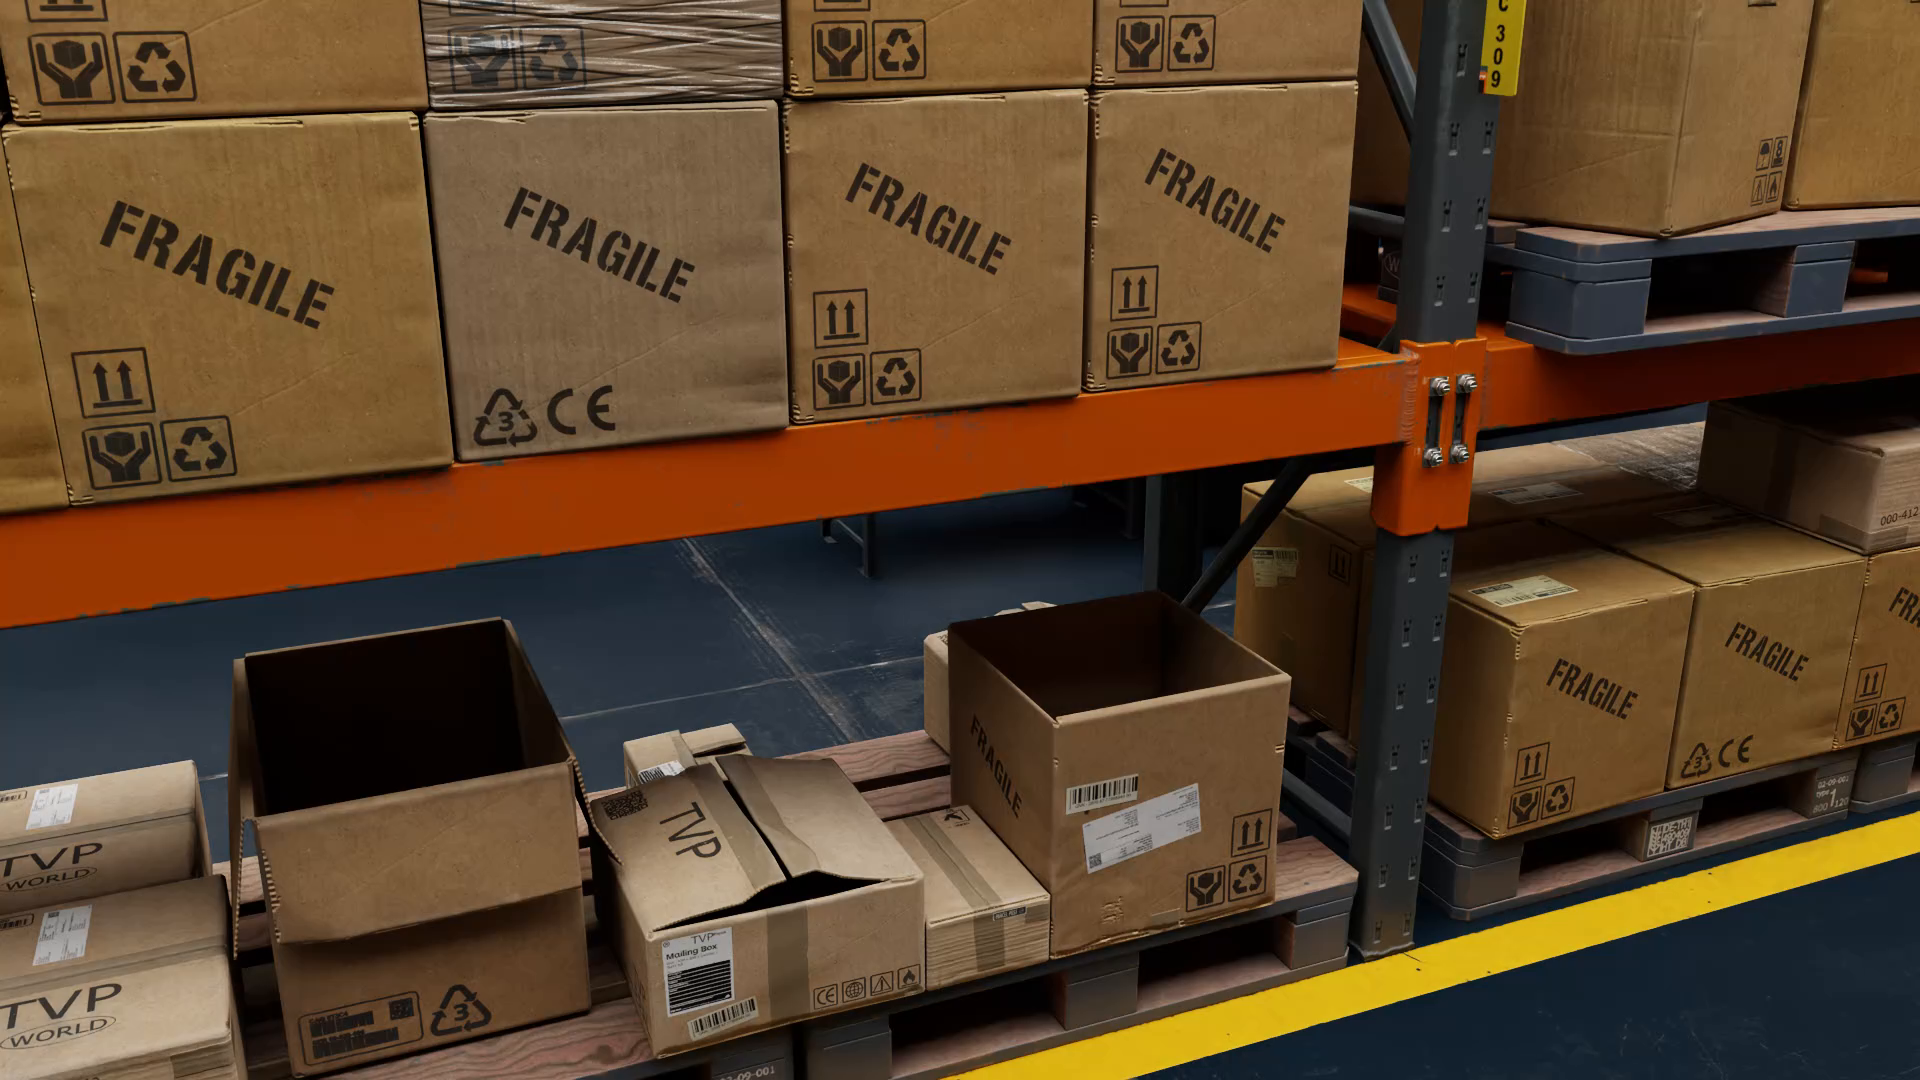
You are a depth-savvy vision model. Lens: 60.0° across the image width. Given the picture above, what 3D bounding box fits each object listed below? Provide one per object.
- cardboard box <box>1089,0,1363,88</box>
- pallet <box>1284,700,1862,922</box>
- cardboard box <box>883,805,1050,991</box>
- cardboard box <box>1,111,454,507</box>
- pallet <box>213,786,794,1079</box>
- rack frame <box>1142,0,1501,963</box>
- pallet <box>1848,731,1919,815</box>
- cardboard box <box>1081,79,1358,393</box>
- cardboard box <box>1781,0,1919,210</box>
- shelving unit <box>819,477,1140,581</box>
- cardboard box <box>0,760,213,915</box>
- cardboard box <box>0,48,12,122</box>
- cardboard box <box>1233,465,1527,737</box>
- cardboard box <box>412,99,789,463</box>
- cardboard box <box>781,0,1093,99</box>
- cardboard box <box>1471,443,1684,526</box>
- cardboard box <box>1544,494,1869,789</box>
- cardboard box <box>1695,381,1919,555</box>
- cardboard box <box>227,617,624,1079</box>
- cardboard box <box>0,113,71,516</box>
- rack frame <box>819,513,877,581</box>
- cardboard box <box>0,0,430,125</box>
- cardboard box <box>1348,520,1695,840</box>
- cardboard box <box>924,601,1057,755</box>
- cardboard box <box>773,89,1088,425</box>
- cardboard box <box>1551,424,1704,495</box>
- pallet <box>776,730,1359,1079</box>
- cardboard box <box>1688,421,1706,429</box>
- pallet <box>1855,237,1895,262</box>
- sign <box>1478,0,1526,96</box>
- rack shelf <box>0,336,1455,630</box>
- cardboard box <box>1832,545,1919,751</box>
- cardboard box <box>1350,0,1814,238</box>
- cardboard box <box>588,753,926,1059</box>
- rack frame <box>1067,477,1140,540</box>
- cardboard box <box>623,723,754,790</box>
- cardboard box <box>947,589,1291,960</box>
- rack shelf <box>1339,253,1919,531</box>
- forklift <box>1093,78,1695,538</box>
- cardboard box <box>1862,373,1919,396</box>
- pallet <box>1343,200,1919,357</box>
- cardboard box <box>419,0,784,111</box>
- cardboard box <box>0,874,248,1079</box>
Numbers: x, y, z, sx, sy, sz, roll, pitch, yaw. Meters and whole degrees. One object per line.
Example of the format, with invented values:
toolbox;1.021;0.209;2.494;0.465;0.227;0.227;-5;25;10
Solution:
cardboard box;0.349;-1.060;2.859;0.500;0.500;0.500;-8;21;-22
pallet;1.443;0.510;4.255;1.213;0.211;1.003;-8;21;-22
cardboard box;-0.020;0.680;3.205;0.250;0.149;0.380;-8;21;-22
cardboard box;-1.057;-0.385;2.449;0.500;0.500;0.500;-8;21;-21
pallet;-1.042;0.881;3.203;1.213;0.211;1.003;-8;21;-22
rack frame;0.711;-0.686;3.455;0.127;3.000;1.000;-8;21;-22
pallet;2.565;0.349;4.714;1.213;0.211;1.003;-8;21;-22
cardboard box;0.354;-0.589;3.029;0.500;0.500;0.500;-8;21;-21
cardboard box;1.841;-1.035;3.664;0.500;0.500;0.700;-5;20;-13
shelving unit;0.067;-0.716;5.796;1.048;1.500;0.538;-8;21;-22
cardboard box;-1.676;0.667;3.089;0.500;0.250;0.500;-8;21;-22
cardboard box;-1.512;-0.792;2.100;0.500;0.500;0.500;-8;21;-21
cardboard box;1.051;0.133;4.229;0.500;0.500;0.500;-8;21;-22
cardboard box;-0.590;-0.453;2.641;0.500;0.500;0.500;-8;21;-21
cardboard box;-0.120;-0.991;2.665;0.500;0.500;0.500;-9;21;-23
cardboard box;1.508;0.070;4.407;0.500;0.500;0.500;-8;21;-22
cardboard box;1.737;0.222;3.975;0.500;0.500;0.500;-8;21;-21
cardboard box;2.170;-0.189;4.016;0.500;0.250;0.500;-8;21;-22
cardboard box;-1.012;0.532;3.090;0.637;0.503;0.797;-8;21;-22
cardboard box;-1.516;-0.320;2.264;0.500;0.500;0.500;-8;21;-22
rack frame;-0.398;-0.647;5.602;0.032;1.500;0.500;-8;21;-22
cardboard box;-1.045;-0.859;2.290;0.500;0.500;0.500;-8;21;-22
cardboard box;1.252;0.296;3.767;0.500;0.500;0.500;-9;21;-24
cardboard box;0.240;0.364;3.859;0.500;0.311;0.500;-8;21;-22
cardboard box;-0.119;-0.521;2.835;0.500;0.500;0.500;-8;21;-20
cardboard box;1.969;0.005;4.594;0.500;0.500;0.500;-8;21;-21
pallet;0.080;0.719;3.662;1.213;0.211;1.003;-8;21;-22
cardboard box;2.435;-0.063;4.786;0.500;0.500;0.500;-9;21;-24
pallet;2.600;-0.865;4.251;1.213;0.211;1.003;-8;21;-22
sign;0.933;-0.930;2.844;0.005;0.325;0.100;-8;21;-22
rack shelf;-1.125;-0.084;2.827;4.000;0.370;1.077;-8;21;-22
cardboard box;2.199;0.159;4.156;0.500;0.500;0.500;-8;21;-21
cardboard box;1.235;-0.926;3.352;0.500;0.500;0.700;-17;26;-40
cardboard box;-0.388;0.635;3.090;0.500;0.311;0.500;-8;21;-22
rack frame;0.532;-0.784;5.989;0.032;1.500;0.500;-8;21;-22
cardboard box;-0.550;0.549;3.551;0.250;0.166;0.380;-8;21;-22
cardboard box;0.300;0.447;3.338;0.500;0.500;0.500;-8;21;-22
rack shelf;2.547;-0.610;4.322;4.000;0.370;1.077;-8;21;-22
forklift;1.894;-1.711;6.468;3.031;2.935;1.130;-9;21;-25
cardboard box;2.630;-0.256;4.204;0.500;0.250;0.500;-9;21;-23
pallet;1.488;-0.668;3.691;1.213;0.211;1.003;-8;21;-22
cardboard box;-0.583;-0.925;2.477;0.500;0.500;0.500;-8;21;-21
cardboard box;-1.432;0.813;2.675;0.500;0.250;0.500;-8;21;-22
